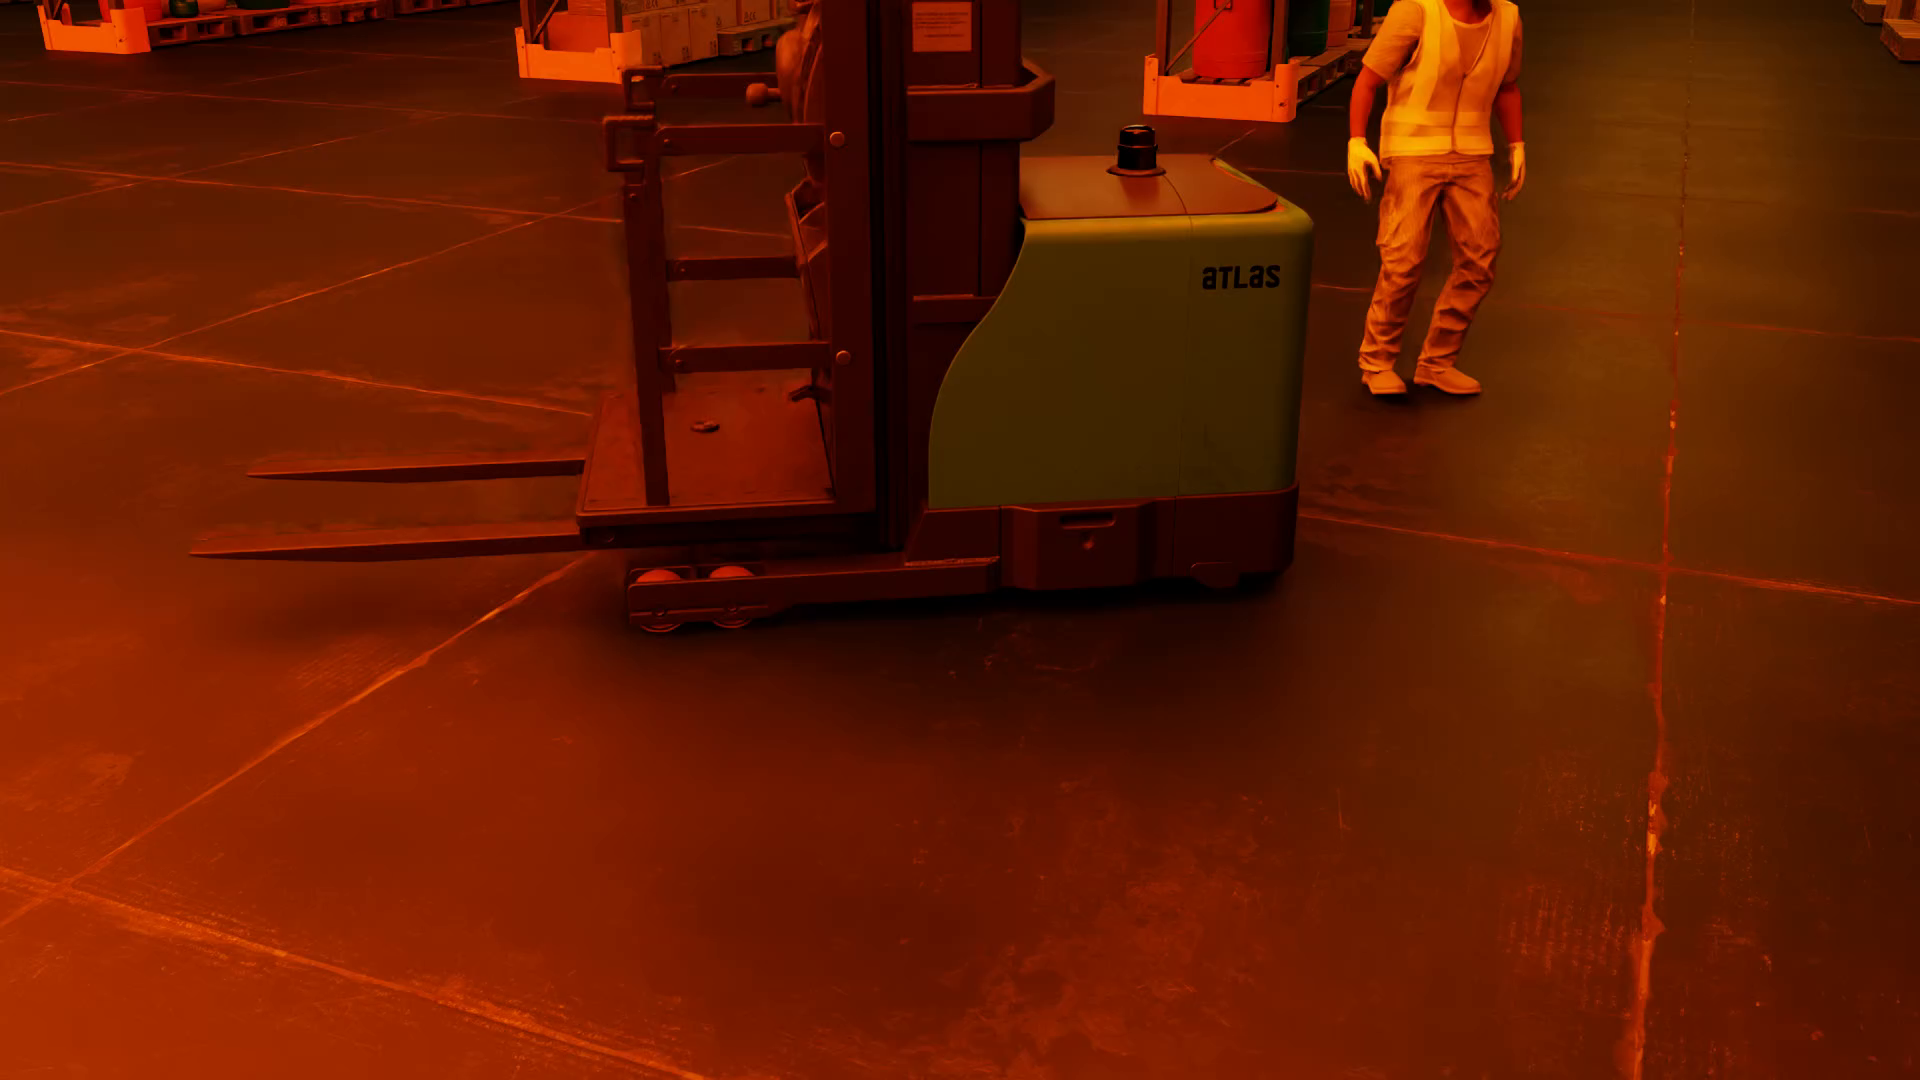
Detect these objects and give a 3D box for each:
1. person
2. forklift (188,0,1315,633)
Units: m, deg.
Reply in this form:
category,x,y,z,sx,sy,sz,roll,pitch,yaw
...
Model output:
category,x,y,z,sx,sy,sz,roll,pitch,yaw
person,1.776,-1.403,6.203,0.731,1.753,0.415,-3,23,-8
forklift,-0.604,-1.319,4.448,3.031,2.935,1.130,-3,23,-7
